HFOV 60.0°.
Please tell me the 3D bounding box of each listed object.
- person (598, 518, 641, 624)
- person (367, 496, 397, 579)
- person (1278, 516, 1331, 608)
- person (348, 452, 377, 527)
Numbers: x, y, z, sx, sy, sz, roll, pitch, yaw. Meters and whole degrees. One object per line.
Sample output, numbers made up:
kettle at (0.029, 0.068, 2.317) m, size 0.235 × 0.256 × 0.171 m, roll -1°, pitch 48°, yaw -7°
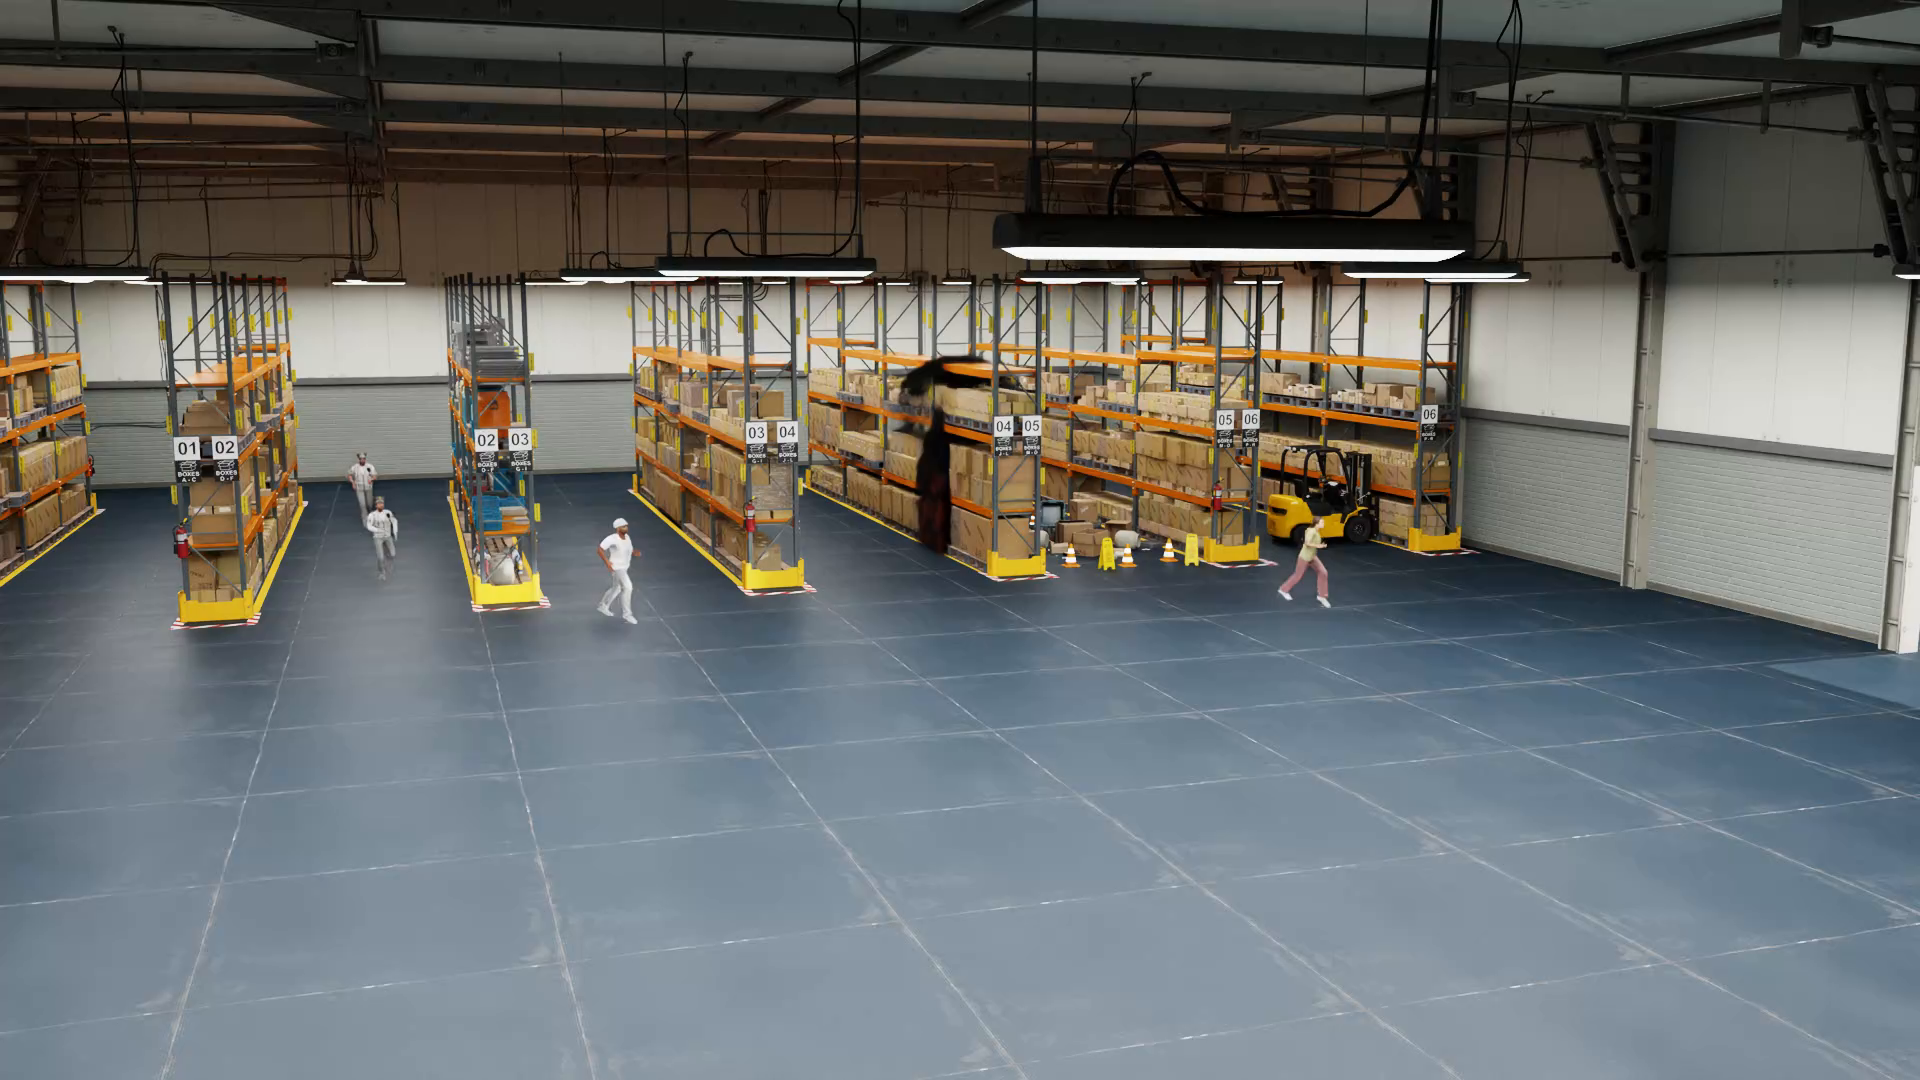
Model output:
person at (-5.922, 0.517, 28.791) m, size 0.808 × 1.814 × 0.688 m, roll 2°, pitch 9°, yaw 13°
person at (-11.395, -0.038, 32.923) m, size 0.623 × 1.665 × 0.540 m, roll -6°, pitch 10°, yaw -34°
person at (6.270, 0.374, 30.220) m, size 1.012 × 1.671 × 0.578 m, roll 6°, pitch 11°, yaw 35°
person at (-14.523, -1.248, 40.490) m, size 0.666 × 1.790 × 0.825 m, roll -4°, pitch 9°, yaw -23°
